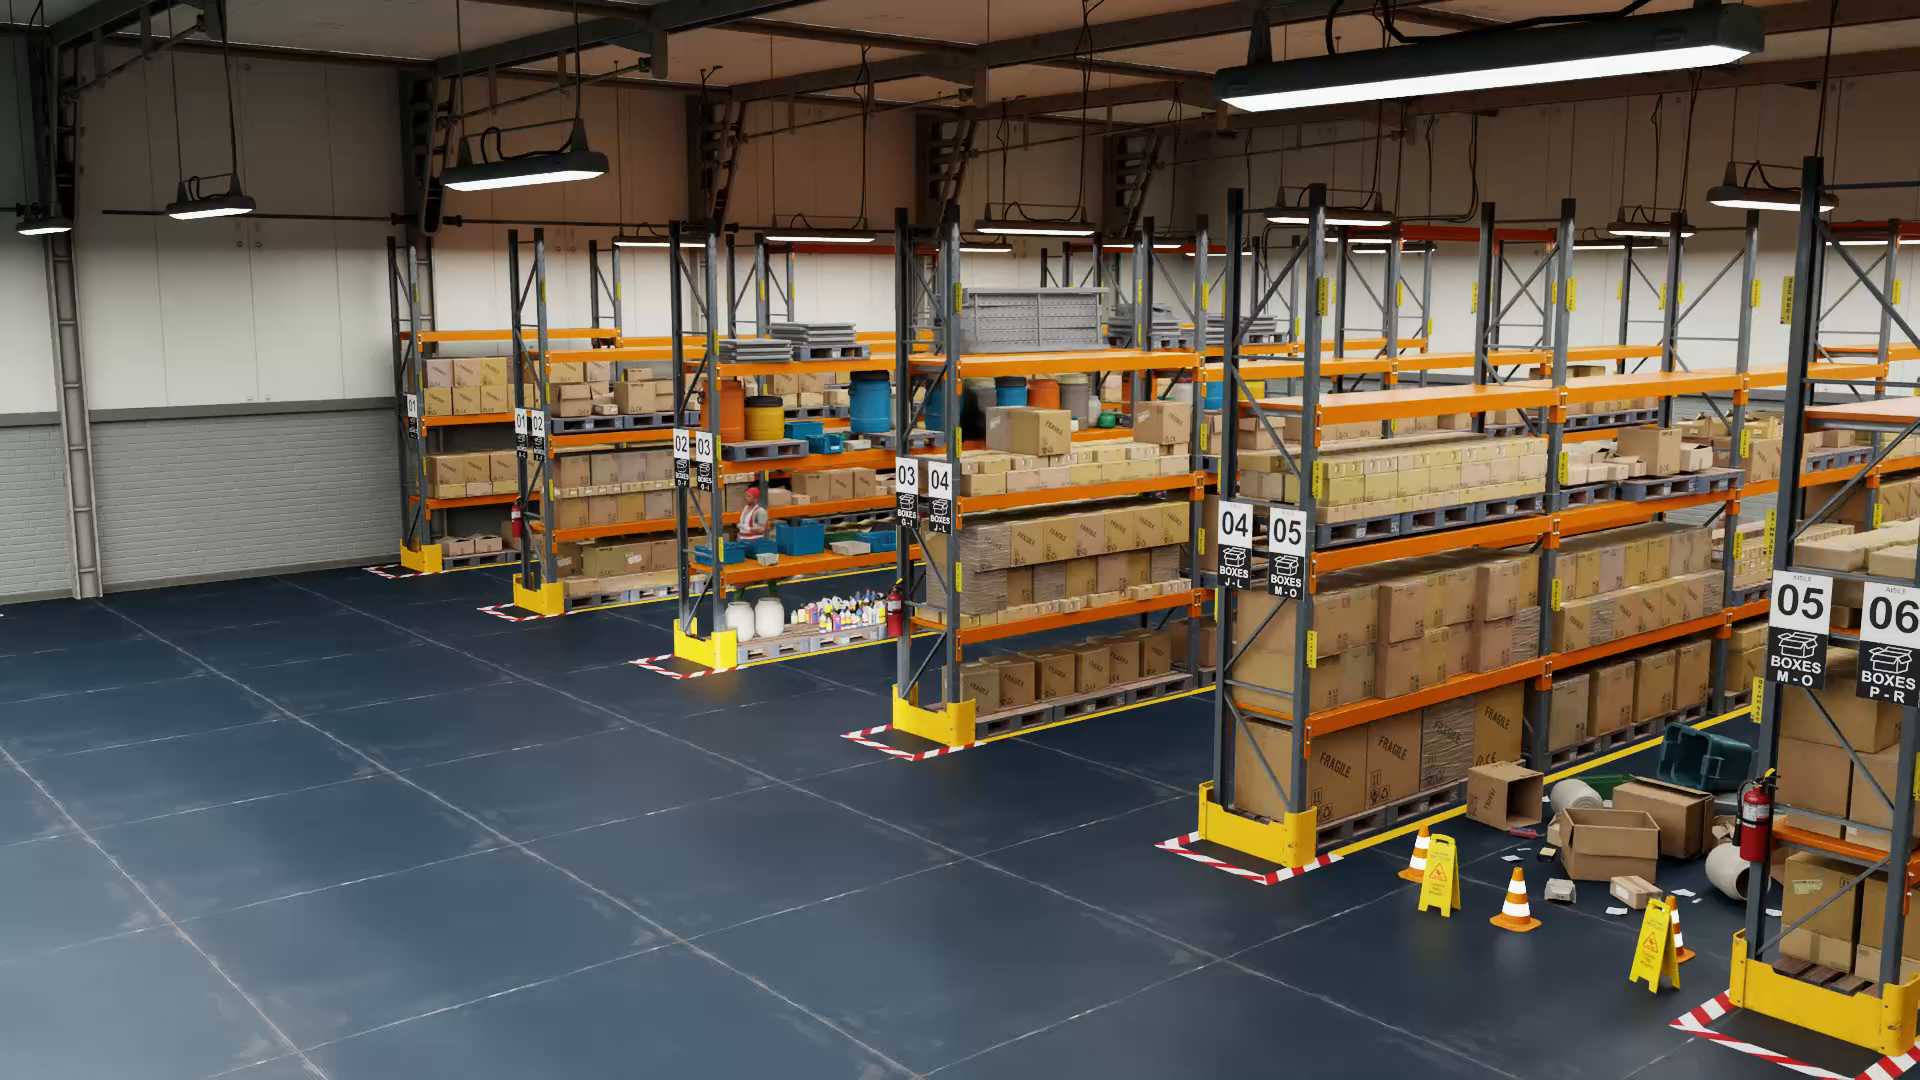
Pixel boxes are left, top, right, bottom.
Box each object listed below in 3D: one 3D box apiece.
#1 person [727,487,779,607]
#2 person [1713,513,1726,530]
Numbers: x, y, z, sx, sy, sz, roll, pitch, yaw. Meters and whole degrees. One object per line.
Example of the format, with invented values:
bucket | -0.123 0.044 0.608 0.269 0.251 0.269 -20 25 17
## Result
person | -3.162 0.109 25.197 0.659 1.823 0.932 7 11 40
person | 11.319 0.484 24.766 1.013 1.798 0.714 -5 10 -31
